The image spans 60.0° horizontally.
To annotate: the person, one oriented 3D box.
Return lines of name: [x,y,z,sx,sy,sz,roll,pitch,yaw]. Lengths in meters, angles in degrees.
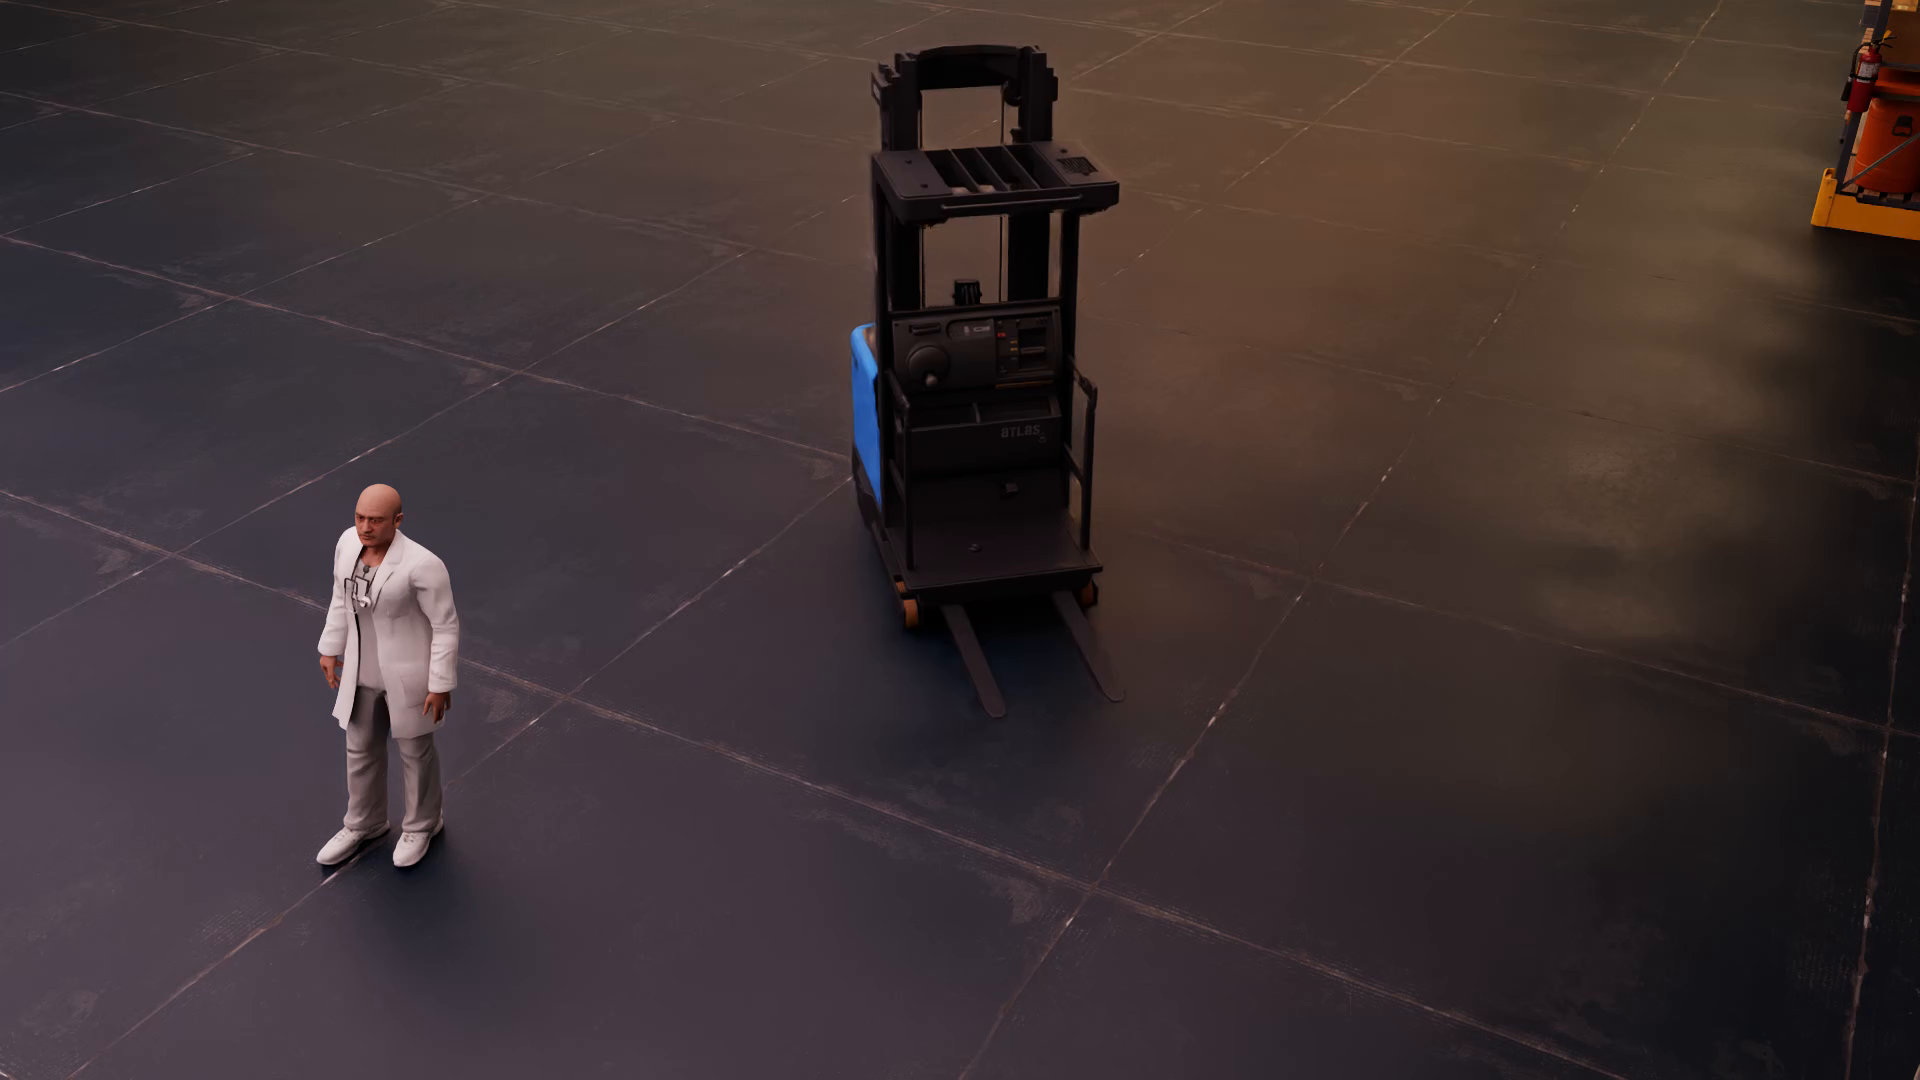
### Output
person: [-2.496,0.619,7.138,0.694,1.776,0.581,11,32,19]

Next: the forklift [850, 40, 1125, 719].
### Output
forklift: [0.147,-0.989,8.783,1.130,2.935,3.031,-7,31,-11]
